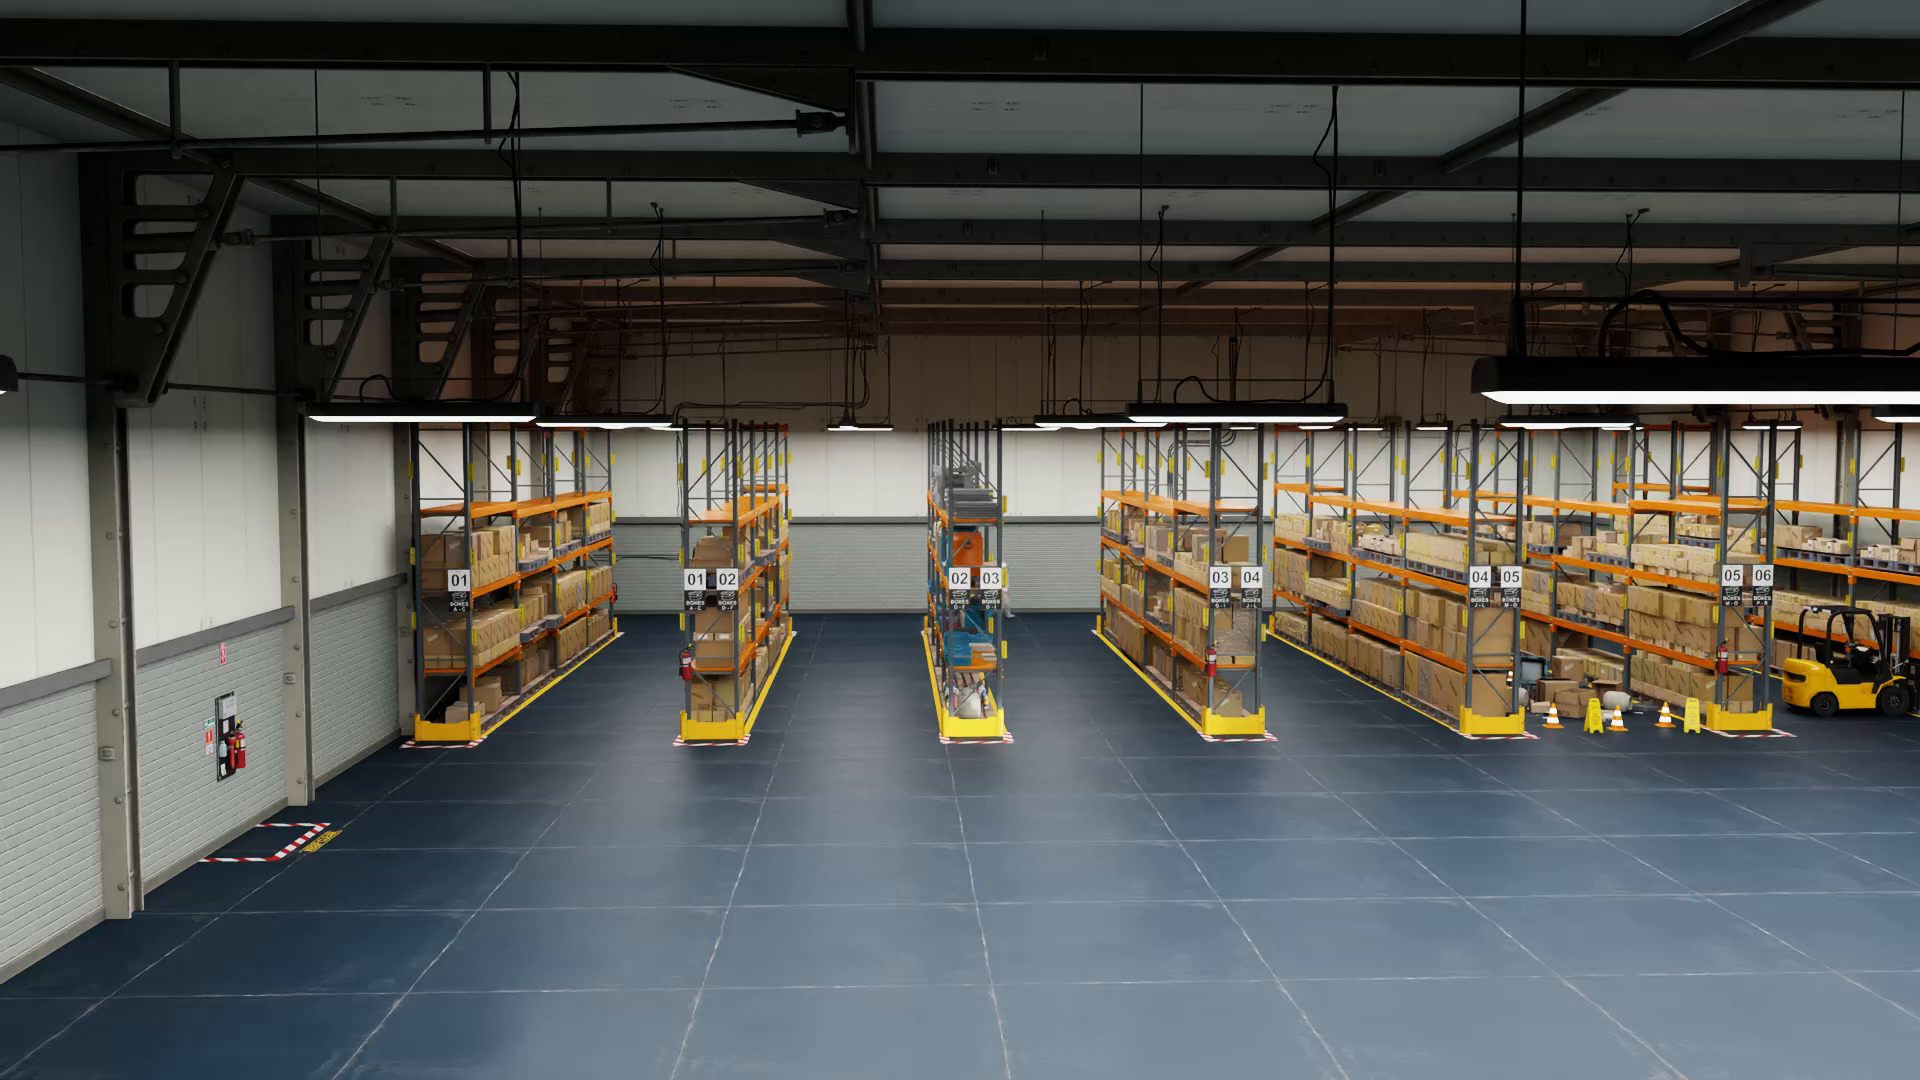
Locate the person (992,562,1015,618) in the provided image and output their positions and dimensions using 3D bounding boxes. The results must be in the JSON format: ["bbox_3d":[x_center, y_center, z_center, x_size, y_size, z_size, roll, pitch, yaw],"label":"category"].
[{"bbox_3d":[1.279,1.552,51.740,1.057,1.727,0.520,1,4,22],"label":"person"}]
